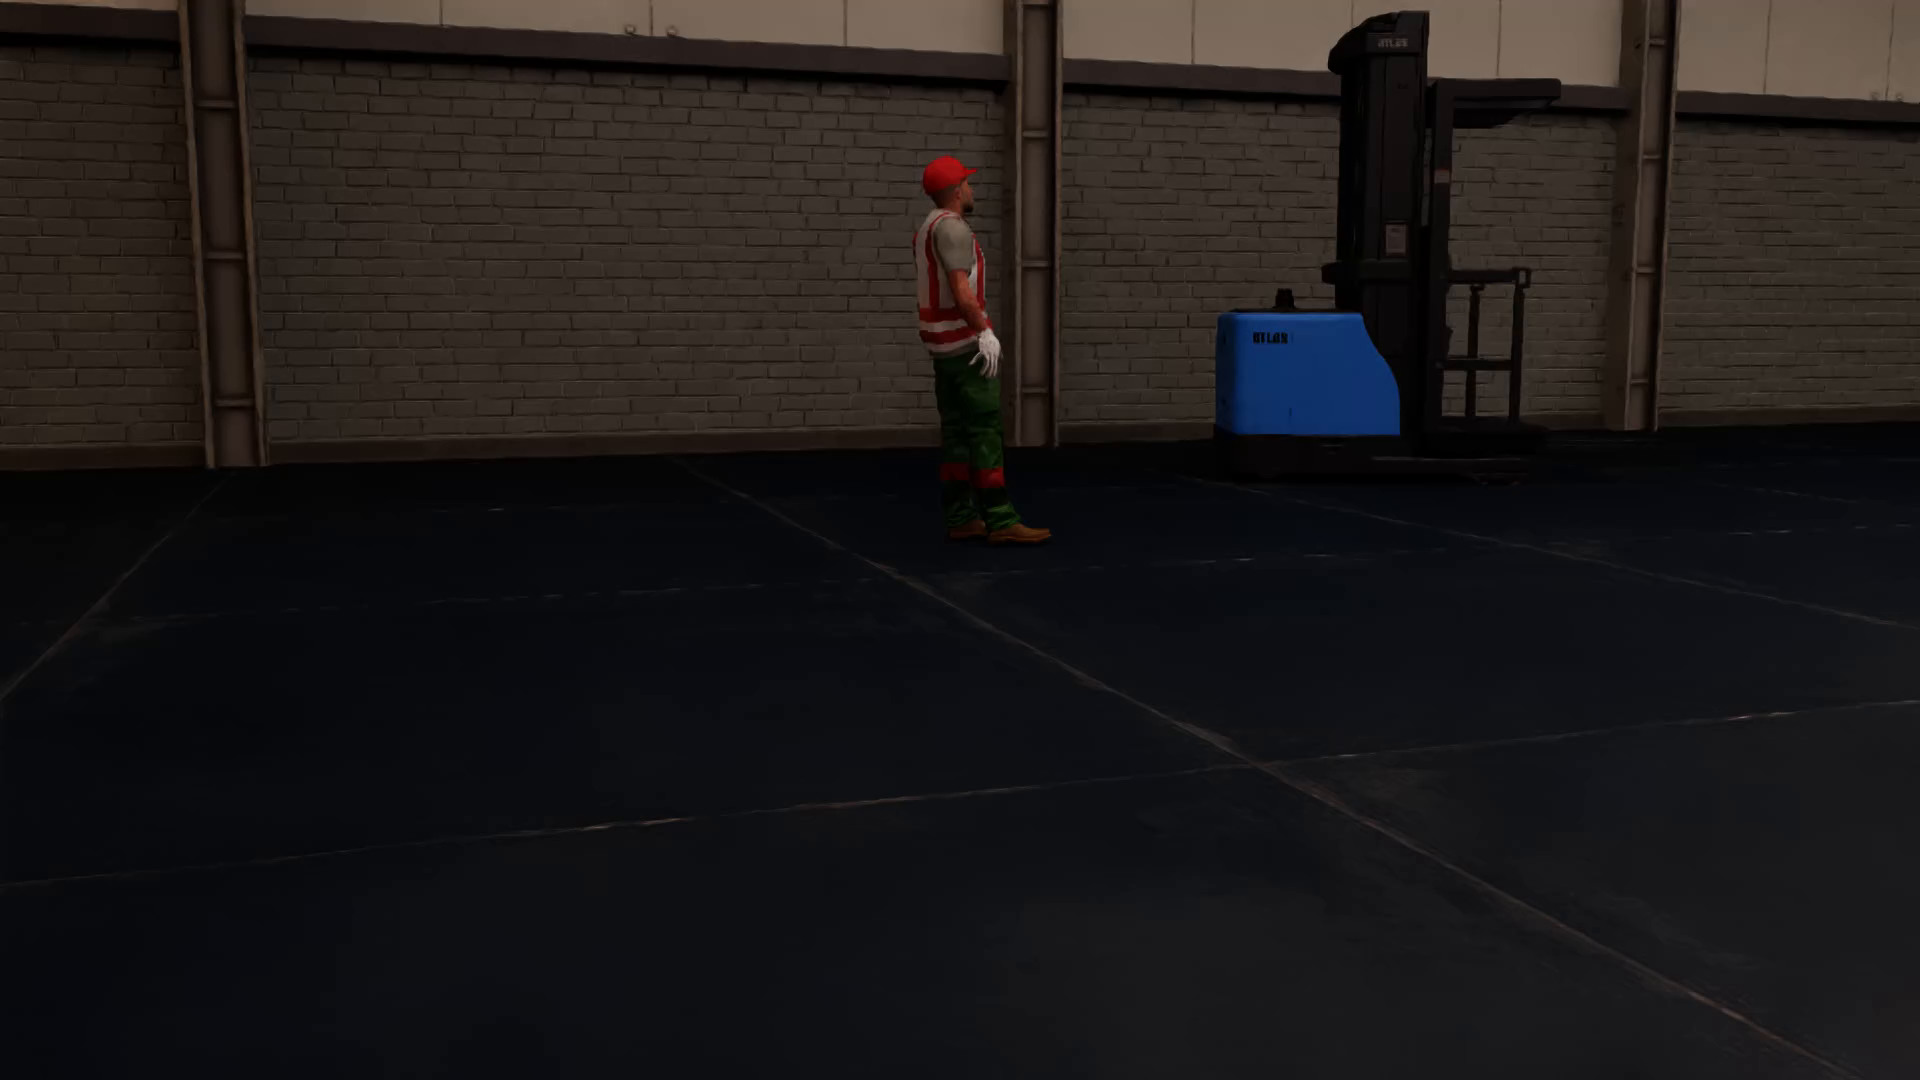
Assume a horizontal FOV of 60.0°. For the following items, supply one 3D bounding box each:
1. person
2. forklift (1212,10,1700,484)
[{"bbox_3d":[0.080,-0.895,7.817,0.563,1.787,0.637,-3,8,-18],"label":"person"},{"bbox_3d":[3.250,-1.880,10.869,3.031,2.935,1.130,0,8,1],"label":"forklift"}]
